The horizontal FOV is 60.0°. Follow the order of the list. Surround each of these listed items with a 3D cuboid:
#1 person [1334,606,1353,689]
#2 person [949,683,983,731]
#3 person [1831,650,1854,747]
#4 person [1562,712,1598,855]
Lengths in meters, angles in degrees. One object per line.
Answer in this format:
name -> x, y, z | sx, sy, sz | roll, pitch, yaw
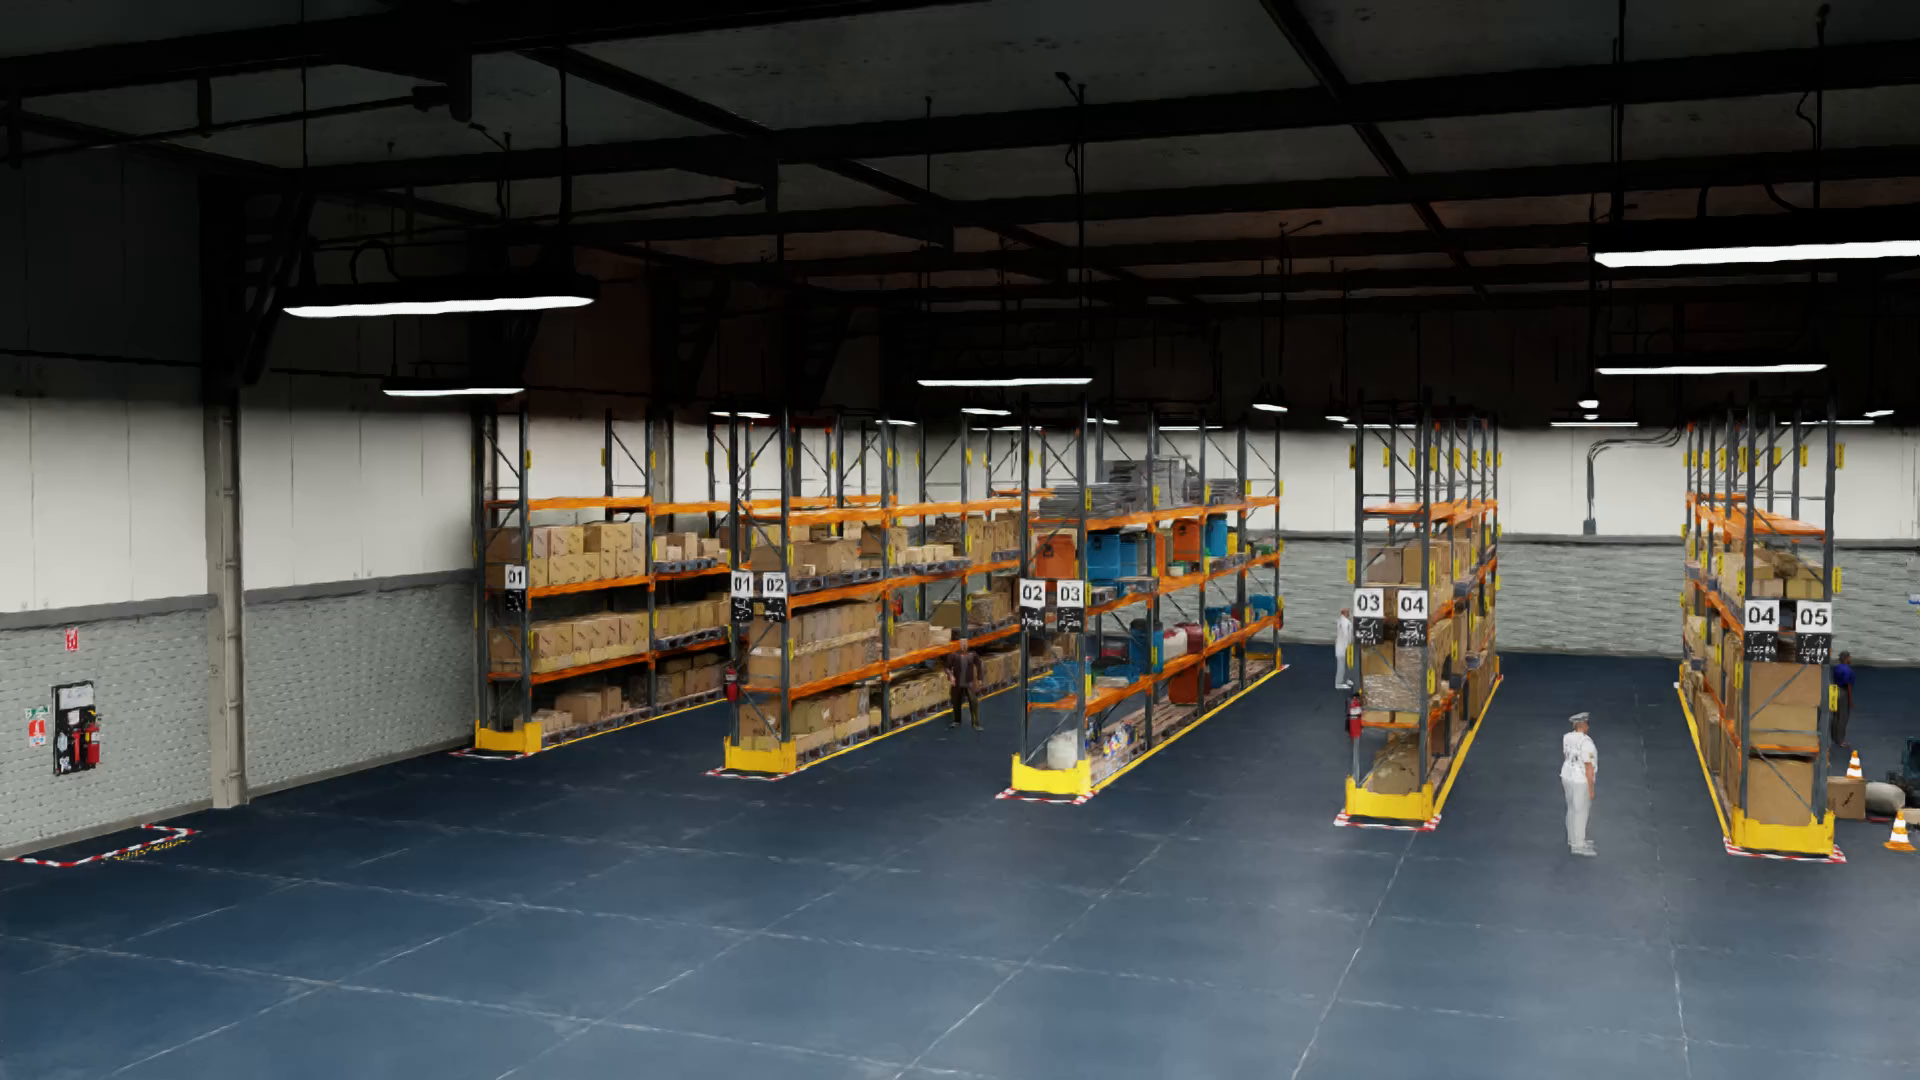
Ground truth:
person -> 8.427, 2.328, 36.289 | 0.522, 1.787, 0.639 | 0, 3, 1
person -> 0.116, 2.984, 30.667 | 0.667, 1.030, 0.891 | 0, 3, 5
person -> 15.401, 2.745, 28.992 | 0.375, 1.662, 0.570 | 0, 3, -2
person -> 7.936, 3.081, 21.159 | 0.450, 1.762, 0.556 | 0, 3, -9
